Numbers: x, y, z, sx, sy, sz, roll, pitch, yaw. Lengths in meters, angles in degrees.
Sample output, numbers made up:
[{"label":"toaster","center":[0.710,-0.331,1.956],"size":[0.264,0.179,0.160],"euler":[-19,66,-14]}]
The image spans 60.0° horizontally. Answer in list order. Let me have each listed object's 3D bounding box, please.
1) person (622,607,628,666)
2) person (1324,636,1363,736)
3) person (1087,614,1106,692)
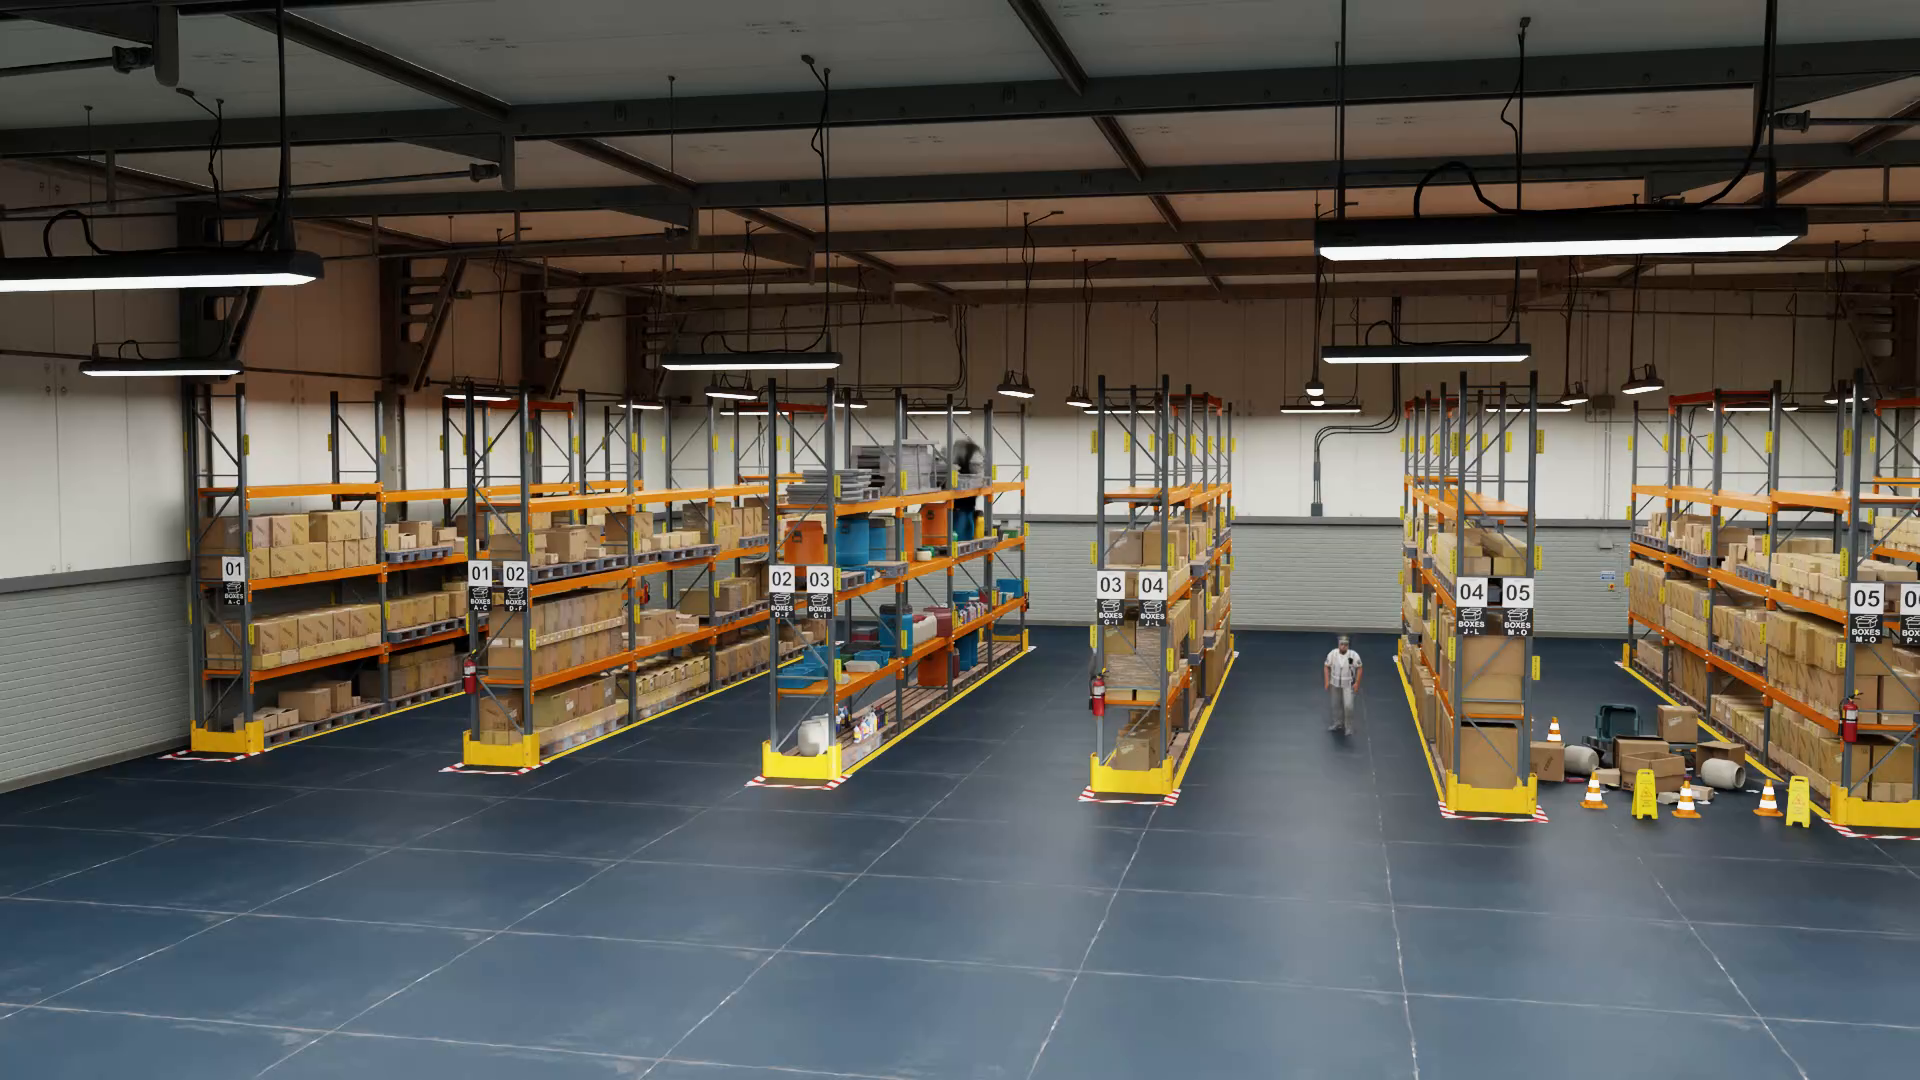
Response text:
[{"label":"person","center":[-6.910,2.204,34.483],"size":[0.571,1.652,0.963],"euler":[0,3,8]},{"label":"person","center":[6.676,2.505,28.915],"size":[0.655,1.723,0.638],"euler":[2,4,25]},{"label":"person","center":[2.804,2.282,33.199],"size":[0.463,1.701,0.613],"euler":[-3,5,-45]}]
